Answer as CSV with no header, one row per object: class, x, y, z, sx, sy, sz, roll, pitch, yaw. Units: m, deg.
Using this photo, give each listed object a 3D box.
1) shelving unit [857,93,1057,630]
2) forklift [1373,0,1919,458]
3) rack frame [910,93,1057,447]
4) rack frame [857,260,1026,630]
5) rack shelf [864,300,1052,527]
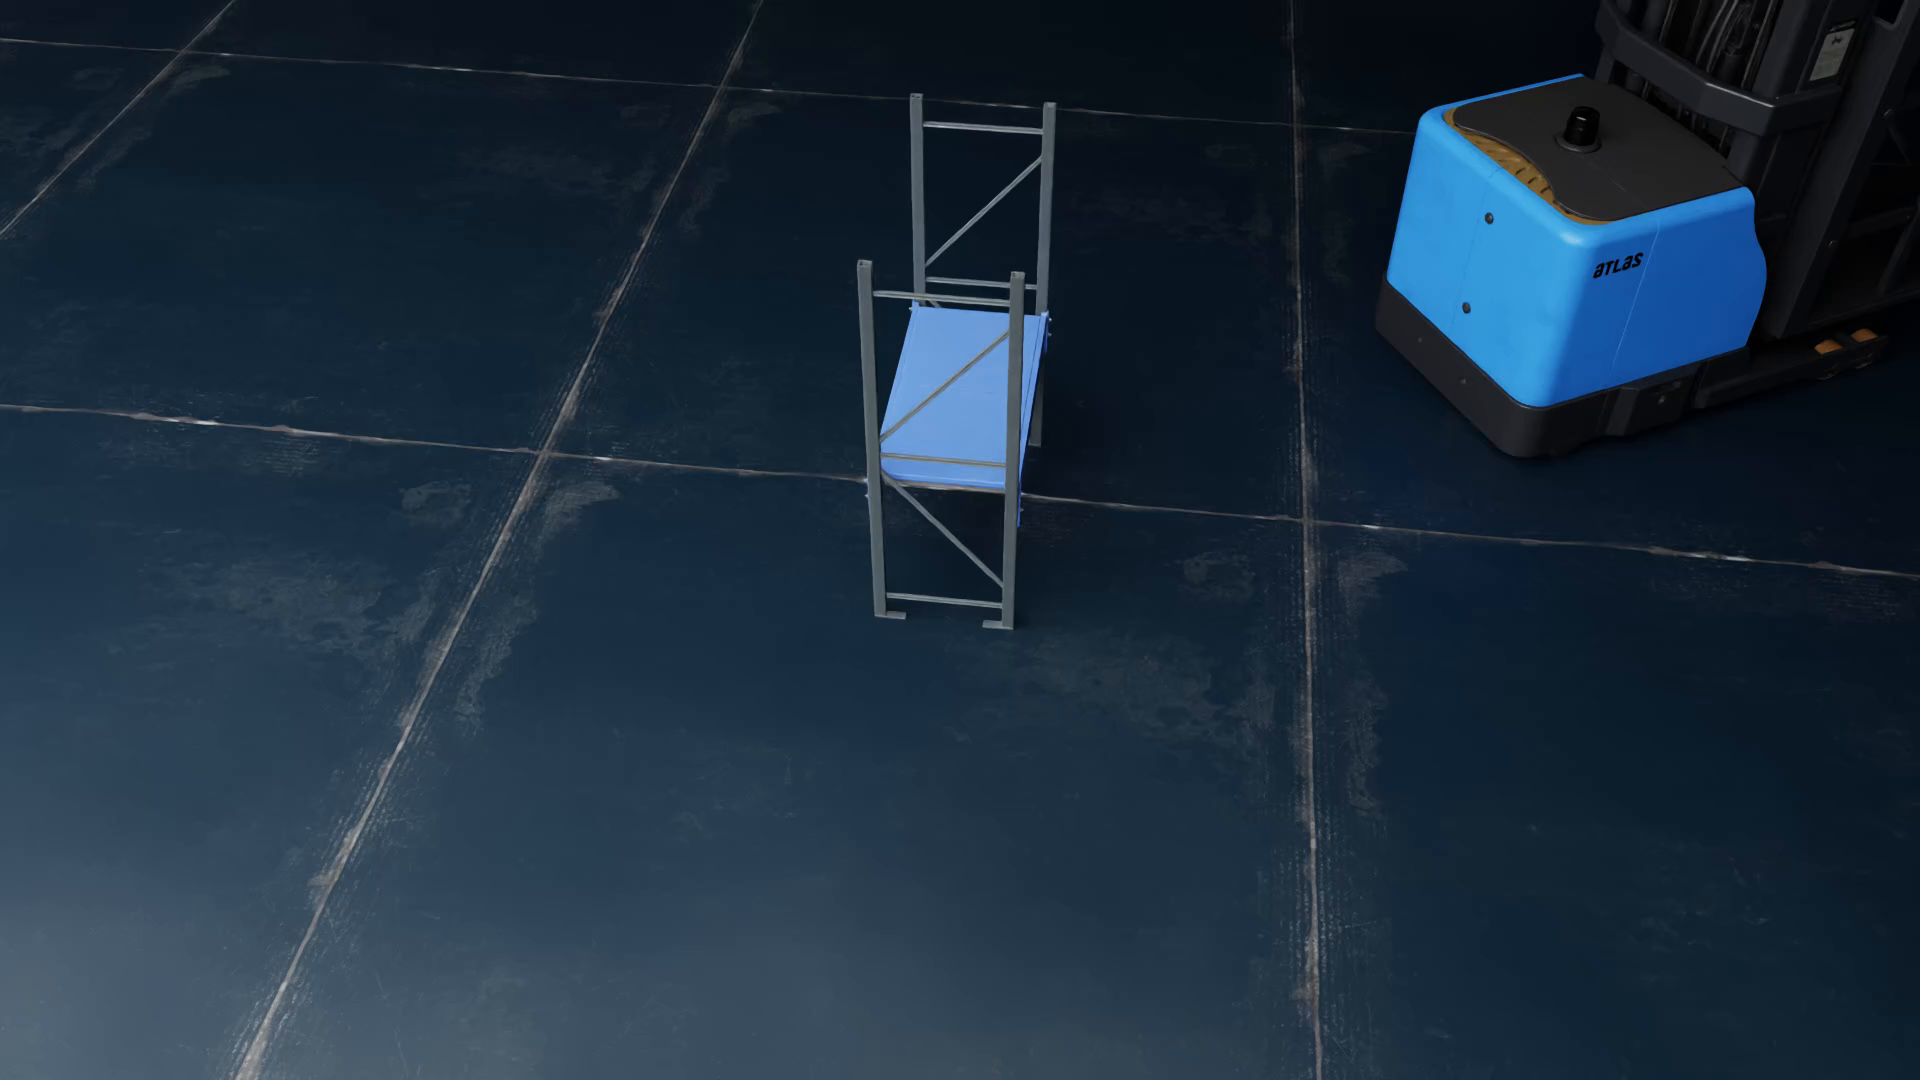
shelving unit,0.011,-0.603,5.796,0.538,1.500,1.048,5,44,6
forklift,3.334,-2.053,6.286,3.031,2.935,1.130,-17,46,-17
rack frame,0.078,-0.949,6.162,0.500,1.500,0.032,5,44,6
rack frame,-0.056,-0.256,5.430,0.500,1.500,0.032,5,44,6
rack shelf,0.011,-0.472,5.919,0.538,0.185,1.000,5,44,6
